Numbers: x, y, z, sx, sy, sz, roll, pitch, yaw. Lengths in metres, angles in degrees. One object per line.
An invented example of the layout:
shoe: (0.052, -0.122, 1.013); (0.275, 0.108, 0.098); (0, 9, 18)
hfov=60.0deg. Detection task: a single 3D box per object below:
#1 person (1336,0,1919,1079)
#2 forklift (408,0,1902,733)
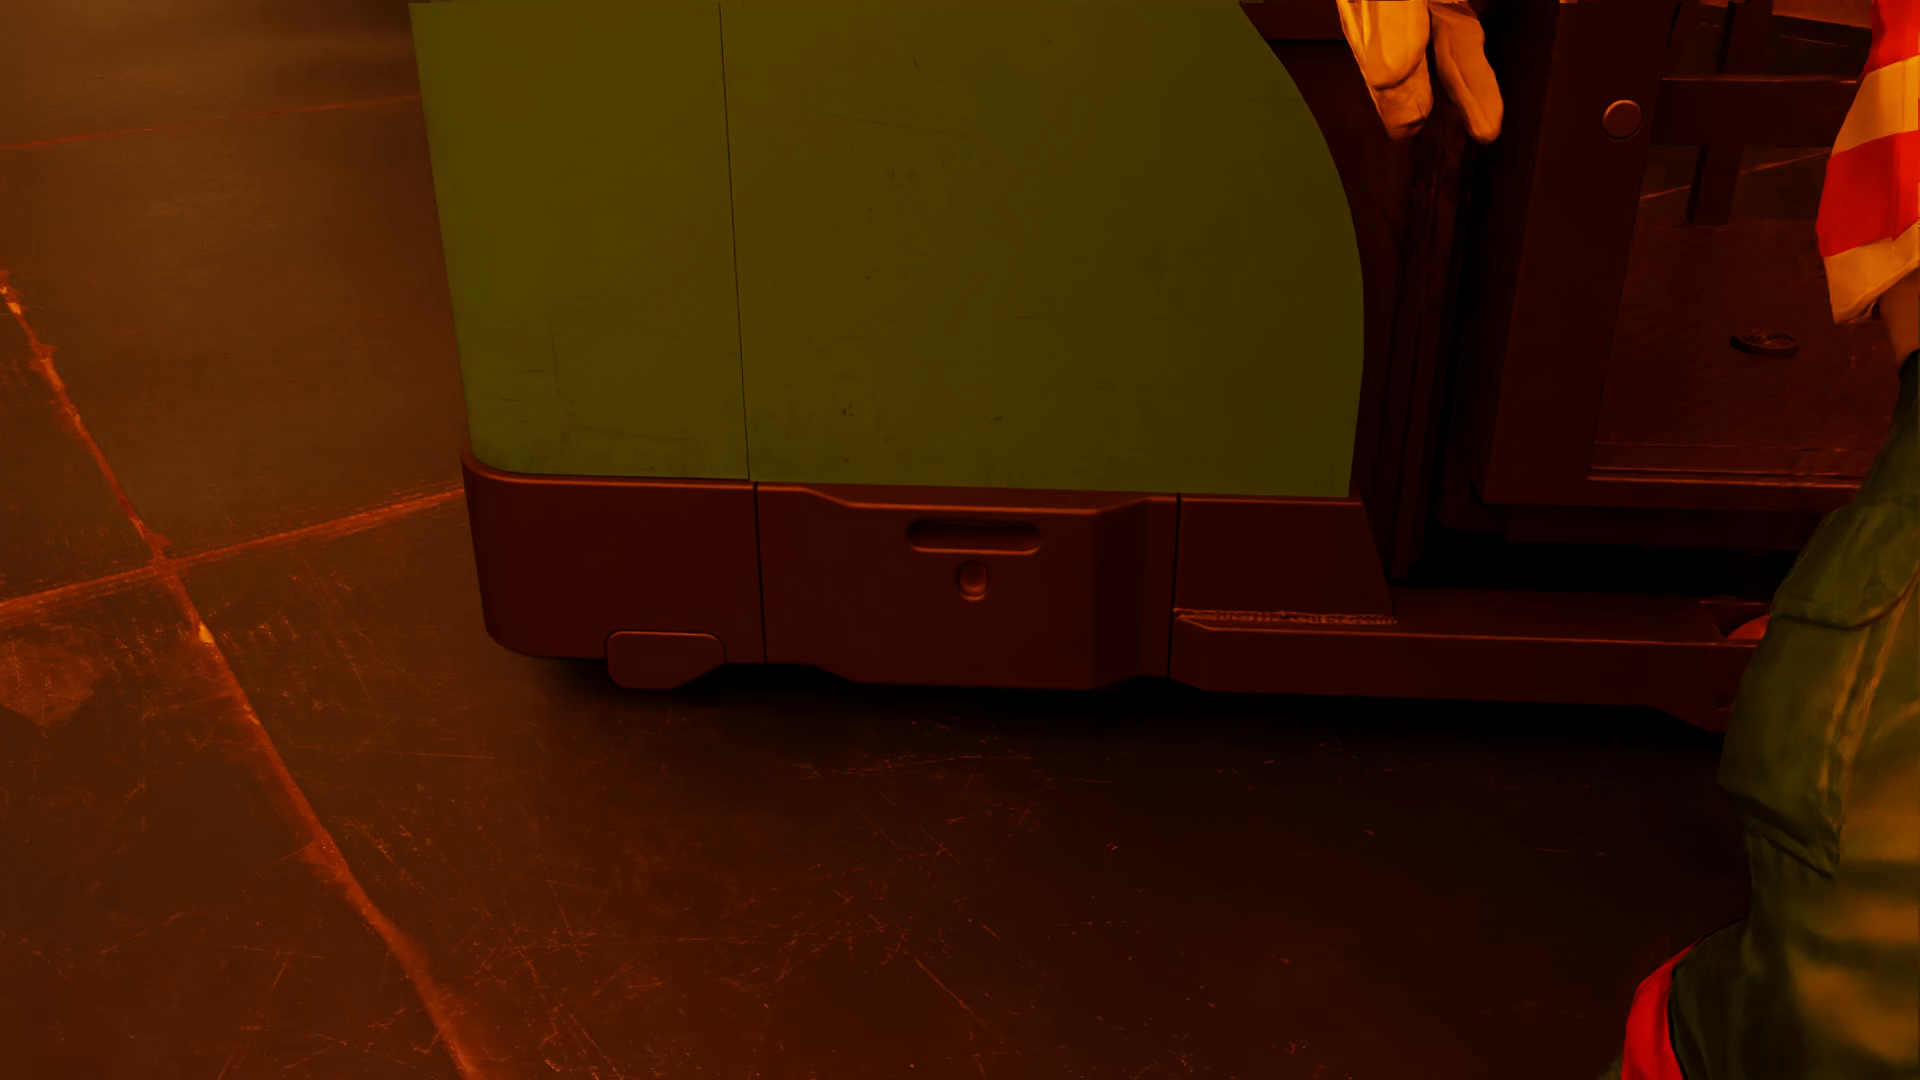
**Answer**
person: (0.604, -0.131, 1.002); (1.044, 1.532, 0.775); (-11, 29, -21)
forklift: (0.930, -1.294, 1.812); (3.031, 2.935, 1.130); (2, 27, 3)
